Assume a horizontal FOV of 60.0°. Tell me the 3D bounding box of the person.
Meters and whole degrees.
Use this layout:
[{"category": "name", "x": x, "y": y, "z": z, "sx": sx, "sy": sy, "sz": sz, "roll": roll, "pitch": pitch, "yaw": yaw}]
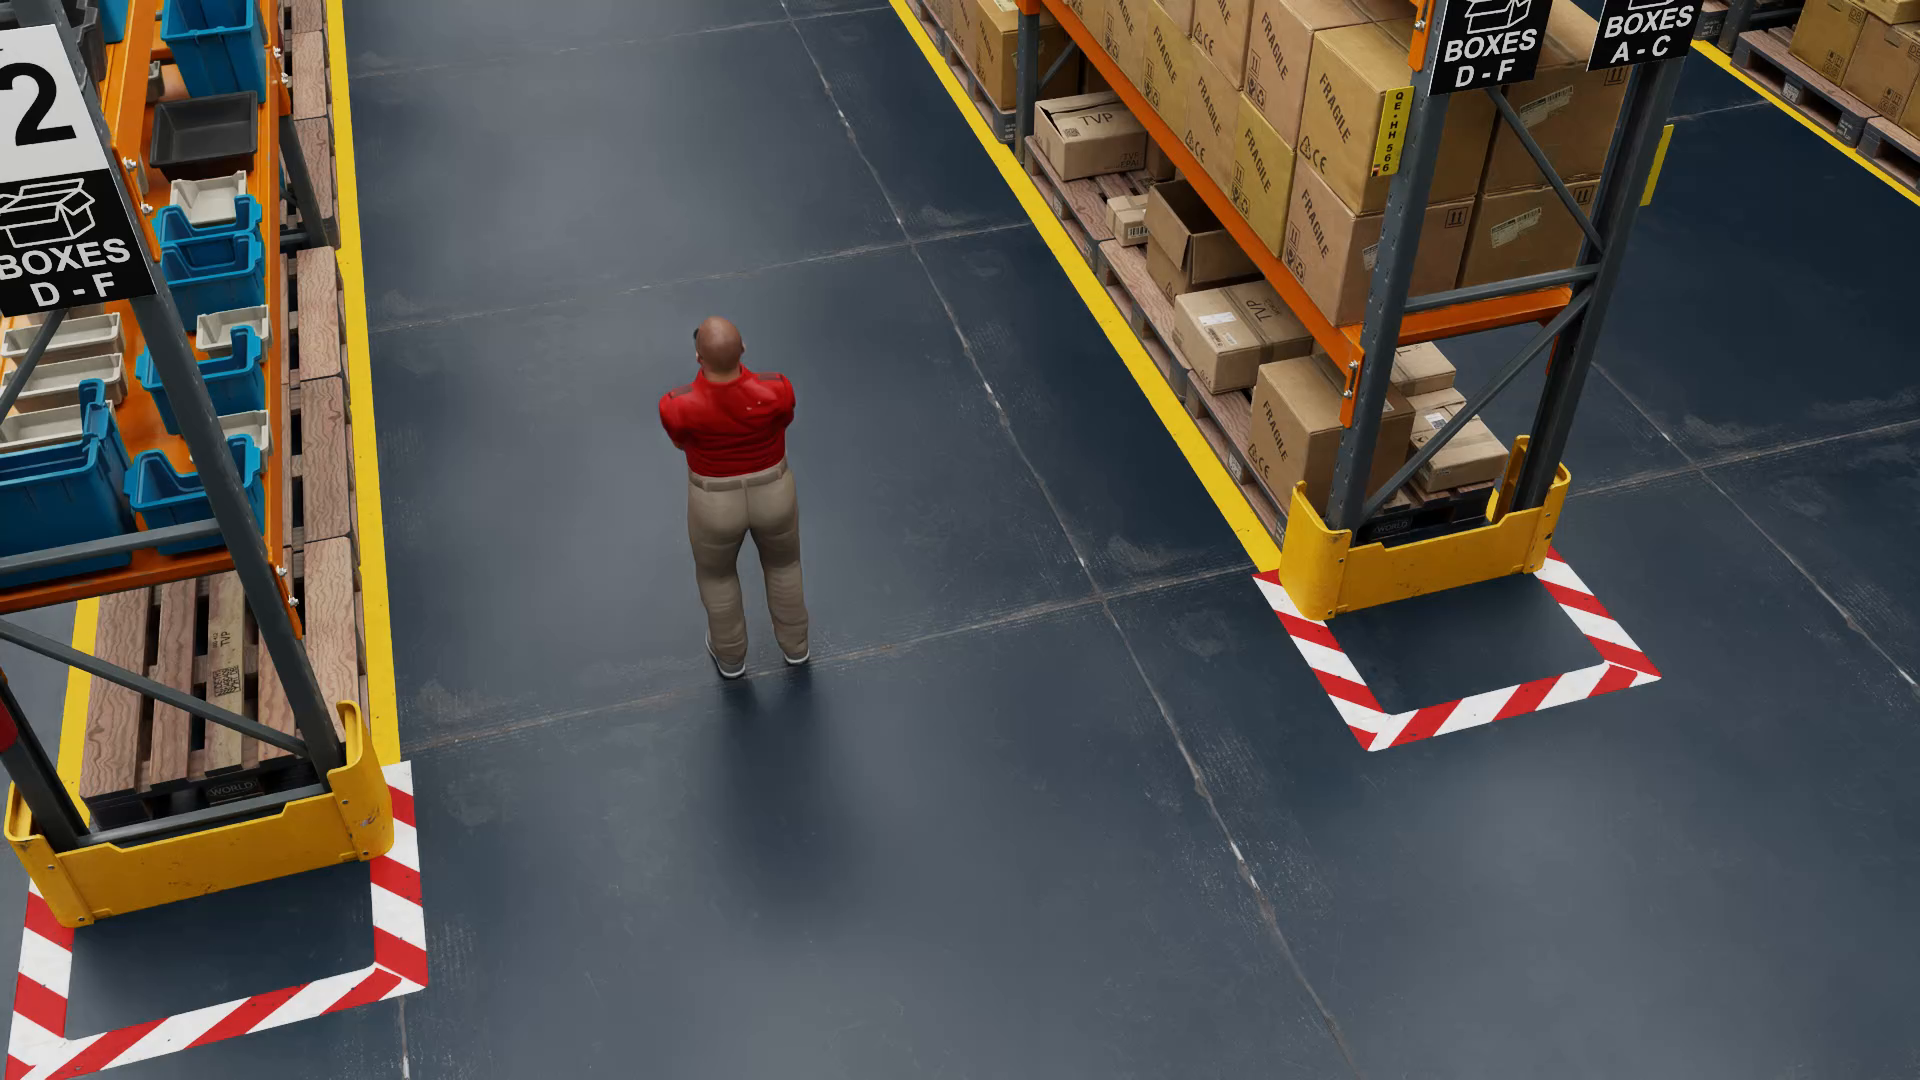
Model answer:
[{"category": "person", "x": -0.876, "y": -0.221, "z": 6.428, "sx": 0.494, "sy": 1.714, "sz": 0.530, "roll": -11, "pitch": 43, "yaw": -12}]
